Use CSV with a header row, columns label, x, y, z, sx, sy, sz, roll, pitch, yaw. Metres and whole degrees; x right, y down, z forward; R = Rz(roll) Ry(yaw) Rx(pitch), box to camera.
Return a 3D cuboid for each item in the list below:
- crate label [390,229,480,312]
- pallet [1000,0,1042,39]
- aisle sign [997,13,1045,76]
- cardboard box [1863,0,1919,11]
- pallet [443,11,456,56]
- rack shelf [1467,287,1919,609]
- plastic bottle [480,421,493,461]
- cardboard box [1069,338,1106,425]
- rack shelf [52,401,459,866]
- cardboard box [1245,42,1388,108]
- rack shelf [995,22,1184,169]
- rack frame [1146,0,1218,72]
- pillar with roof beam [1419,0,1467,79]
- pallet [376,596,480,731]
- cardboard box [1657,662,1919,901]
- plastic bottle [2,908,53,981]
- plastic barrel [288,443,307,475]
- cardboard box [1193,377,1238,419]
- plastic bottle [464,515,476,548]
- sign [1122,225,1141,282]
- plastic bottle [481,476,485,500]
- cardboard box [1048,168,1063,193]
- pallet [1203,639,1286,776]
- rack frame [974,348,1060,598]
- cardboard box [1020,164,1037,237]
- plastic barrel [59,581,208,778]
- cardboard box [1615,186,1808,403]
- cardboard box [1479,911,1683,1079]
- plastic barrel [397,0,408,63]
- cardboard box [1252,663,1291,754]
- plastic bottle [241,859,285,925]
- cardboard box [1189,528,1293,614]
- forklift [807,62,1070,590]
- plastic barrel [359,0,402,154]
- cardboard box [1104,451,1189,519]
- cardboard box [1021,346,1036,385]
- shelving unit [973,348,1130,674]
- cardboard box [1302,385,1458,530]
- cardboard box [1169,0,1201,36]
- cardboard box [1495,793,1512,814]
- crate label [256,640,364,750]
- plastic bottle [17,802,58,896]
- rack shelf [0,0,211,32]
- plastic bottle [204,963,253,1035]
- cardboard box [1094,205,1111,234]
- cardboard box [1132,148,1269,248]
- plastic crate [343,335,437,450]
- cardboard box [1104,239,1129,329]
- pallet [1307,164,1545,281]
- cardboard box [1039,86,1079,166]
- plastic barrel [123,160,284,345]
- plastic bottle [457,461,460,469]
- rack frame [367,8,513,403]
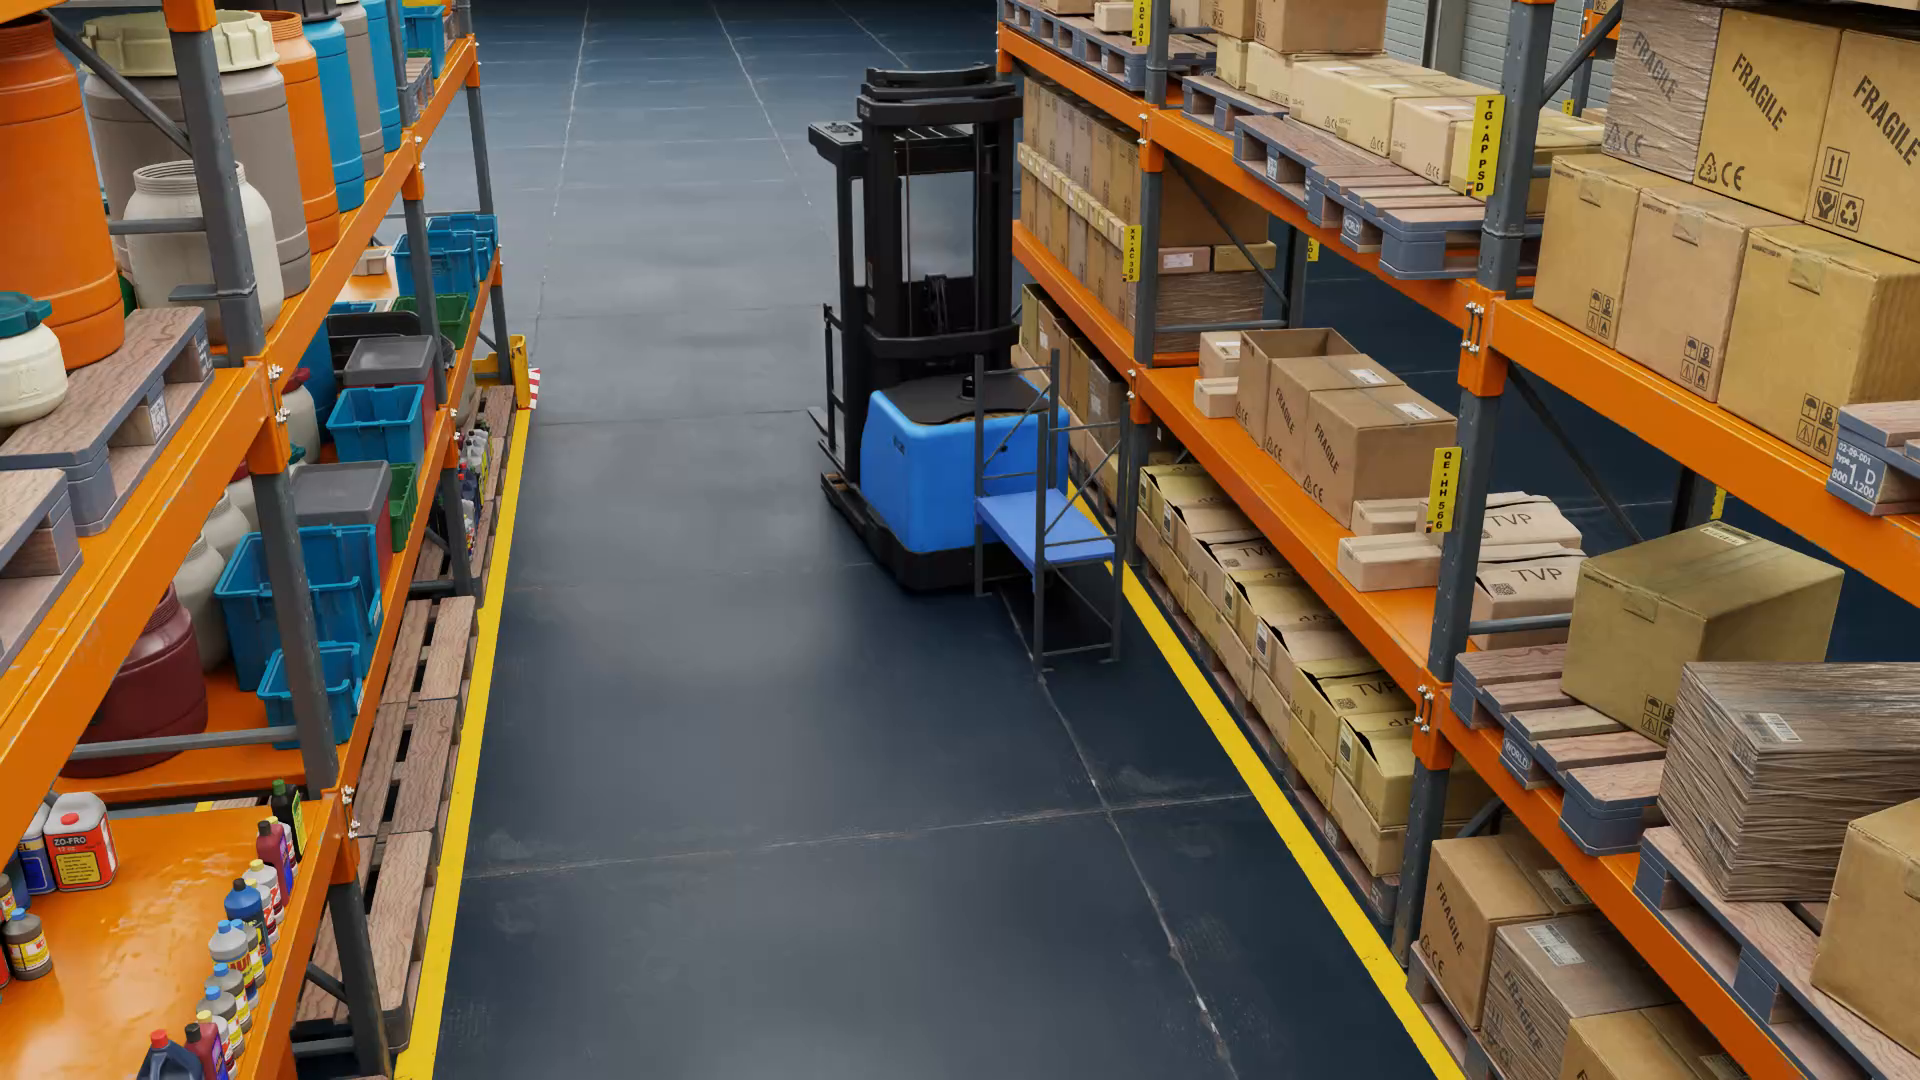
label,x,y,z,sx,sy,sz,roll,pitch,yaw
crate label,-3.464,-1.783,11.040,0.502,0.435,0.616,-4,24,-10
pallet,0.904,-3.890,12.271,1.003,0.211,1.213,-4,24,-10
aisle sign,0.485,-4.030,12.982,0.394,0.787,0.004,-4,24,-10
cardboard box,6.069,-3.241,10.526,0.500,0.500,0.500,-4,24,-8
pallet,-4.013,-3.426,11.335,1.003,0.211,1.213,-4,24,-10
rack shelf,2.647,0.053,4.032,1.077,0.370,4.000,-4,24,-10
plastic bottle,-3.260,-0.693,11.433,0.061,0.283,0.133,-4,24,-8
cardboard box,1.060,-1.098,11.491,0.500,0.500,0.500,-4,24,-10
rack shelf,-2.961,0.219,7.399,1.077,0.370,4.000,-4,24,-10
cardboard box,1.747,-2.302,8.187,0.500,0.250,0.500,-7,24,-15
rack shelf,1.168,-3.094,11.237,1.077,0.370,4.000,-4,24,-10
rack frame,1.538,-4.011,8.692,1.000,3.000,0.127,-4,24,-10
pillar with roof beam,1.305,-7.783,17.327,9.100,9.000,0.400,-4,24,-10
pallet,-3.147,0.687,8.914,1.003,0.211,1.213,-4,24,-10
cardboard box,2.486,0.686,4.782,0.700,0.500,0.500,0,24,0
plastic bottle,-2.624,1.127,4.670,0.097,0.201,0.097,0,24,0
plastic barrel,-3.237,-0.302,7.866,0.301,0.262,0.301,0,24,0
cardboard box,1.501,-0.783,9.110,0.380,0.149,0.250,-4,24,-10
plastic bottle,-2.996,-0.054,10.073,0.097,0.201,0.097,0,24,0
sign,0.993,-1.654,9.608,0.100,0.325,0.005,-4,24,-10
plastic bottle,-3.136,-0.352,10.755,0.097,0.201,0.097,0,24,0
cardboard box,0.852,-2.602,12.026,0.380,0.149,0.250,-5,24,-12
pallet,1.942,0.783,8.693,1.003,0.211,1.213,-4,24,-10
rack frame,0.327,-0.378,9.741,0.500,1.500,0.032,-7,25,-16
cardboard box,0.872,-2.697,13.052,0.700,0.500,0.500,-4,24,-10
plastic barrel,-2.975,0.454,5.793,0.600,0.536,0.708,-4,24,-10
cardboard box,2.486,-0.740,4.823,0.910,0.500,0.500,-4,24,-10
cardboard box,2.183,1.661,5.773,0.500,0.500,0.500,-5,24,-12
plastic barrel,-3.409,-3.093,9.186,0.600,0.901,0.708,-4,24,-10
cardboard box,1.752,0.789,8.106,0.500,0.250,0.500,-4,24,-9
plastic bottle,-2.051,1.032,4.887,0.097,0.201,0.097,0,24,0
cardboard box,1.554,0.130,8.914,0.500,0.311,0.500,-5,24,-11
forklift,-0.312,-1.608,10.769,1.130,2.935,3.031,-8,25,-18
plastic barrel,-3.023,-2.317,7.934,0.600,0.901,0.708,-4,24,-10
cardboard box,1.237,-0.361,10.739,0.500,0.250,0.500,-4,24,-10
cardboard box,0.775,-1.344,12.991,0.500,0.250,0.500,-4,24,-10
shelving unit,0.484,-0.184,9.298,0.538,1.500,1.048,-7,25,-16
cardboard box,1.951,-0.394,7.778,0.500,0.500,0.500,-6,24,-13
cardboard box,1.604,-3.283,10.182,0.500,0.311,0.500,-6,24,-13
cardboard box,2.469,0.894,7.165,0.500,0.311,0.500,-4,24,-8
crate label,-2.301,0.559,5.930,0.303,0.233,0.416,-4,24,-10
plastic bottle,-2.829,0.927,5.034,0.152,0.276,0.135,-4,24,-10
rack shelf,-2.221,-0.773,2.676,1.077,0.370,4.000,-4,24,-10
plastic bottle,-1.961,1.224,4.448,0.097,0.201,0.097,0,24,0
cardboard box,1.091,-2.097,10.868,0.380,0.149,0.250,-4,24,-10
cardboard box,1.450,-2.077,10.011,0.700,0.500,0.500,-4,24,-9
plastic crate,-2.940,-0.759,8.659,0.402,0.464,0.583,-4,24,-10
cardboard box,1.346,-1.689,10.745,0.700,0.500,0.500,-5,24,-10
pallet,2.064,-1.237,6.323,1.213,0.211,1.003,-3,24,-7
cardboard box,0.984,-3.064,12.272,0.700,0.500,0.500,-5,24,-11
plastic barrel,-2.347,-0.894,5.163,0.421,0.512,0.421,0,24,0
plastic bottle,-3.327,-0.419,10.816,0.152,0.276,0.135,-4,24,-10
rack frame,-4.070,-2.470,12.659,1.000,3.000,0.127,-4,24,-10
